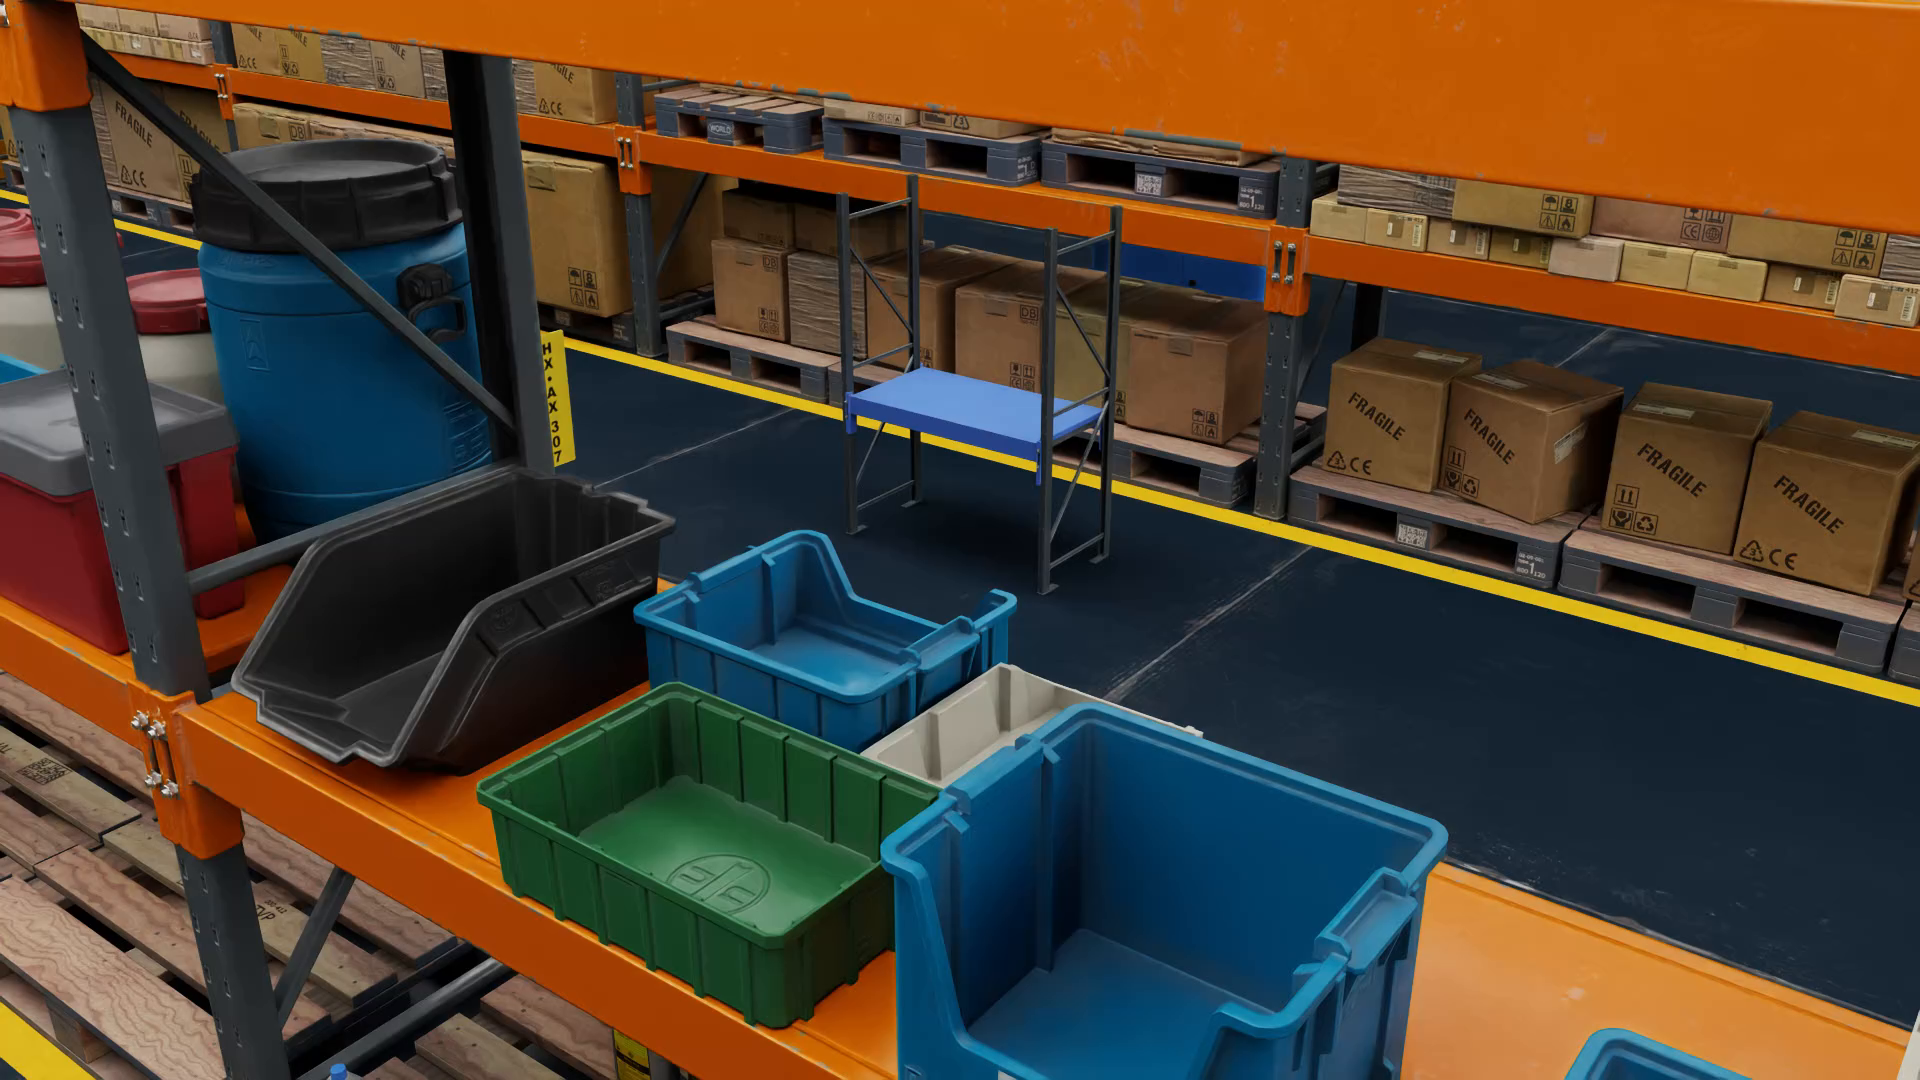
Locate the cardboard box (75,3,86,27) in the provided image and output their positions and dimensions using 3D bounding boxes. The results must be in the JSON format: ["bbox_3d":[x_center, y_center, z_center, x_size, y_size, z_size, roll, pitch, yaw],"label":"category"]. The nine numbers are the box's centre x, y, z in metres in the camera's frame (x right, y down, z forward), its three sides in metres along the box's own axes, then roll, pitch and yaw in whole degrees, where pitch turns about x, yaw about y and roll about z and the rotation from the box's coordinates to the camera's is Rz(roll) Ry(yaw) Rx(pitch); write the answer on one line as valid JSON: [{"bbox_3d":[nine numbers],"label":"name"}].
[{"bbox_3d":[-6.472,-4.022,12.474,0.500,0.250,0.500,16,28,32],"label":"cardboard box"}]

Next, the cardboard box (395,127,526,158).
[{"bbox_3d":[-2.782,-2.205,10.648,0.875,0.875,1.225,17,29,33],"label":"cardboard box"}]

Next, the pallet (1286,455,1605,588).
[{"bbox_3d":[2.226,-0.199,7.440,1.213,0.211,1.003,17,29,33],"label":"pallet"}]

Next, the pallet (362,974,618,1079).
[{"bbox_3d":[-0.791,1.424,3.757,1.213,0.211,1.003,17,29,33],"label":"pallet"}]

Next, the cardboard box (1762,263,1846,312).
[{"bbox_3d":[3.094,-0.958,6.015,0.250,0.149,0.380,17,29,33],"label":"cardboard box"}]

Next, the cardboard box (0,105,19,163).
[{"bbox_3d":[-7.375,-3.619,13.858,0.875,0.875,0.875,17,29,33],"label":"cardboard box"}]

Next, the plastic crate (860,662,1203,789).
[{"bbox_3d":[0.148,0.403,2.941,0.437,0.136,0.530,17,29,33],"label":"plastic crate"}]

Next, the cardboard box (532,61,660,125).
[{"bbox_3d":[-2.077,-2.679,9.485,0.500,0.500,0.500,18,29,35],"label":"cardboard box"}]

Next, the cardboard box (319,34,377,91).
[{"bbox_3d":[-3.713,-3.172,10.605,0.500,0.500,0.500,16,28,32],"label":"cardboard box"}]

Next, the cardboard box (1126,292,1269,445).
[{"bbox_3d":[1.189,-0.839,7.989,0.500,0.500,0.700,14,28,29],"label":"cardboard box"}]

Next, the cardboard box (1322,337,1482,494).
[{"bbox_3d":[1.963,-0.565,7.391,0.500,0.500,0.500,16,28,32],"label":"cardboard box"}]

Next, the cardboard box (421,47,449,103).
[{"bbox_3d":[-2.890,-2.926,10.046,0.500,0.500,0.500,16,28,32],"label":"cardboard box"}]

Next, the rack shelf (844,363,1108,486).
[{"bbox_3d":[0.068,-0.501,6.973,1.000,0.185,0.538,17,29,33],"label":"rack shelf"}]

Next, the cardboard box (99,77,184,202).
[{"bbox_3d":[-5.935,-3.184,12.870,0.875,0.875,0.875,17,29,33],"label":"cardboard box"}]

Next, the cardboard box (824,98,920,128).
[{"bbox_3d":[-0.330,-2.237,8.273,0.500,0.250,0.500,16,28,32],"label":"cardboard box"}]

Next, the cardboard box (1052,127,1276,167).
[{"bbox_3d":[1.115,-2.330,7.553,1.000,1.000,1.000,17,29,34],"label":"cardboard box"}]

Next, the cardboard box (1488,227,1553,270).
[{"bbox_3d":[2.273,-1.189,6.539,0.250,0.149,0.380,17,29,33],"label":"cardboard box"}]

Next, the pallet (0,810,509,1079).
[{"bbox_3d":[-1.955,1.071,4.558,1.213,0.211,1.003,17,29,33],"label":"pallet"}]

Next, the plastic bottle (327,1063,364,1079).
[{"bbox_3d":[-1.311,1.238,3.559,0.097,0.271,0.097,0,24,0],"label":"plastic bottle"}]

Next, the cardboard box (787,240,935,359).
[{"bbox_3d":[-0.534,-1.365,9.183,0.500,0.500,0.700,14,27,29],"label":"cardboard box"}]

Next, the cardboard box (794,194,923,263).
[{"bbox_3d":[-0.549,-1.717,9.050,0.500,0.250,0.500,21,31,39],"label":"cardboard box"}]

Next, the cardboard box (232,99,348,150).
[{"bbox_3d":[-4.210,-2.632,11.618,0.875,0.875,1.225,17,29,33],"label":"cardboard box"}]

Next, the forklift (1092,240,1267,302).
[{"bbox_3d":[1.447,-2.919,10.240,1.130,2.935,3.031,3,24,7],"label":"forklift"}]

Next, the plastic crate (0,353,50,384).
[{"bbox_3d":[-2.373,-0.187,3.974,0.575,0.384,0.392,17,29,33],"label":"plastic crate"}]

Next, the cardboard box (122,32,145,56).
[{"bbox_3d":[-5.792,-3.600,12.013,0.250,0.149,0.380,17,29,34],"label":"cardboard box"}]

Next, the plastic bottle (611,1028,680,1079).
[{"bbox_3d":[-0.702,1.092,3.791,0.185,0.351,0.144,17,29,33],"label":"plastic bottle"}]

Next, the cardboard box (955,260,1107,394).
[{"bbox_3d":[0.370,-1.096,8.571,0.500,0.500,0.700,14,27,29],"label":"cardboard box"}]

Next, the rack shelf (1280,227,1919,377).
[{"bbox_3d":[3.268,-0.813,6.268,4.000,0.370,1.077,17,29,33],"label":"rack shelf"}]

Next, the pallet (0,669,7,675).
[{"bbox_3d":[-3.908,0.481,5.898,1.213,0.211,1.003,17,29,33],"label":"pallet"}]

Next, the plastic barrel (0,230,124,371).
[{"bbox_3d":[-2.524,-0.570,4.655,0.433,0.535,0.433,0,24,0],"label":"plastic barrel"}]

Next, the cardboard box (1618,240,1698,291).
[{"bbox_3d":[2.674,-1.068,6.265,0.250,0.149,0.380,17,29,33],"label":"cardboard box"}]

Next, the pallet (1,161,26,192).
[{"bbox_3d":[-7.248,-3.084,13.987,1.213,0.211,1.003,17,29,33],"label":"pallet"}]

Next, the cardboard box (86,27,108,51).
[{"bbox_3d":[-6.203,-3.724,12.294,0.250,0.149,0.380,16,29,32],"label":"cardboard box"}]

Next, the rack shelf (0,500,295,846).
[{"bbox_3d":[-2.904,-0.183,4.836,4.000,0.370,1.077,17,29,33],"label":"rack shelf"}]

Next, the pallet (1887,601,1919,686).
[{"bbox_3d":[4.178,0.391,6.101,1.213,0.211,1.003,17,29,33],"label":"pallet"}]

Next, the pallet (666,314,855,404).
[{"bbox_3d":[-0.909,-1.128,9.548,1.213,0.211,1.003,17,29,33],"label":"pallet"}]

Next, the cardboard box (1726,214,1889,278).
[{"bbox_3d":[3.205,-1.324,6.043,0.500,0.500,0.875,17,29,33],"label":"cardboard box"}]

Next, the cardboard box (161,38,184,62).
[{"bbox_3d":[-5.381,-3.476,11.731,0.250,0.149,0.380,17,29,34],"label":"cardboard box"}]

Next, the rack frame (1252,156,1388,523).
[{"bbox_3d":[1.667,-1.626,7.220,0.127,3.000,1.000,17,29,33],"label":"rack frame"}]

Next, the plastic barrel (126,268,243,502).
[{"bbox_3d":[-1.937,-0.392,4.252,0.433,0.535,0.433,0,24,0],"label":"plastic barrel"}]

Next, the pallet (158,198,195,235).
[{"bbox_3d":[-5.296,-2.494,12.648,1.213,0.211,1.003,17,29,33],"label":"pallet"}]

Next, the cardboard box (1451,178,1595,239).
[{"bbox_3d":[2.369,-1.547,6.548,0.500,0.500,0.875,17,29,33],"label":"cardboard box"}]

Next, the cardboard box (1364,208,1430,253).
[{"bbox_3d":[1.851,-1.297,6.786,0.250,0.149,0.380,17,29,33],"label":"cardboard box"}]

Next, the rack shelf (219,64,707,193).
[{"bbox_3d":[-3.134,-2.748,10.659,4.000,0.370,1.077,17,29,33],"label":"rack shelf"}]

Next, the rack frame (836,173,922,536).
[{"bbox_3d":[-0.339,-0.789,7.180,0.032,1.500,0.500,17,29,33],"label":"rack frame"}]

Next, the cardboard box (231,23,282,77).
[{"bbox_3d":[-4.516,-3.415,11.155,0.500,0.500,0.500,17,29,33],"label":"cardboard box"}]

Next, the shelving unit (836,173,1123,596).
[{"bbox_3d":[0.068,-0.666,6.901,1.048,1.500,0.538,17,29,33],"label":"shelving unit"}]

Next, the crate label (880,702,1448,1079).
[{"bbox_3d":[0.262,0.565,2.203,0.616,0.435,0.502,17,29,33],"label":"crate label"}]

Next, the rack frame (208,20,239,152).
[{"bbox_3d":[-4.734,-3.561,11.611,0.127,3.000,1.000,17,29,33],"label":"rack frame"}]

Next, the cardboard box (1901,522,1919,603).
[{"bbox_3d":[3.879,0.003,6.102,0.500,0.500,0.500,-17,29,-34],"label":"cardboard box"}]

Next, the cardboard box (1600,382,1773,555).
[{"bbox_3d":[2.970,-0.304,6.799,0.500,0.500,0.500,14,27,29],"label":"cardboard box"}]

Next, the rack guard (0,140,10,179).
[{"bbox_3d":[-7.954,-3.390,14.324,0.348,0.500,1.175,17,29,33],"label":"rack guard"}]

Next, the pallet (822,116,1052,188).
[{"bbox_3d":[0.075,-2.040,8.398,1.213,0.211,1.003,17,29,33],"label":"pallet"}]

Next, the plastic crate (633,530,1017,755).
[{"bbox_3d":[-0.255,0.220,3.215,0.616,0.251,0.499,17,29,33],"label":"plastic crate"}]

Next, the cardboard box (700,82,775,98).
[{"bbox_3d":[-1.078,-2.714,9.044,0.500,0.500,0.500,13,27,27],"label":"cardboard box"}]

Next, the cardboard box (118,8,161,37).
[{"bbox_3d":[-5.661,-3.775,11.914,0.500,0.250,0.500,18,29,35],"label":"cardboard box"}]

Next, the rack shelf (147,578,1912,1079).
[{"bbox_3d":[0.297,0.785,2.641,4.000,0.370,1.077,17,29,33],"label":"rack shelf"}]
